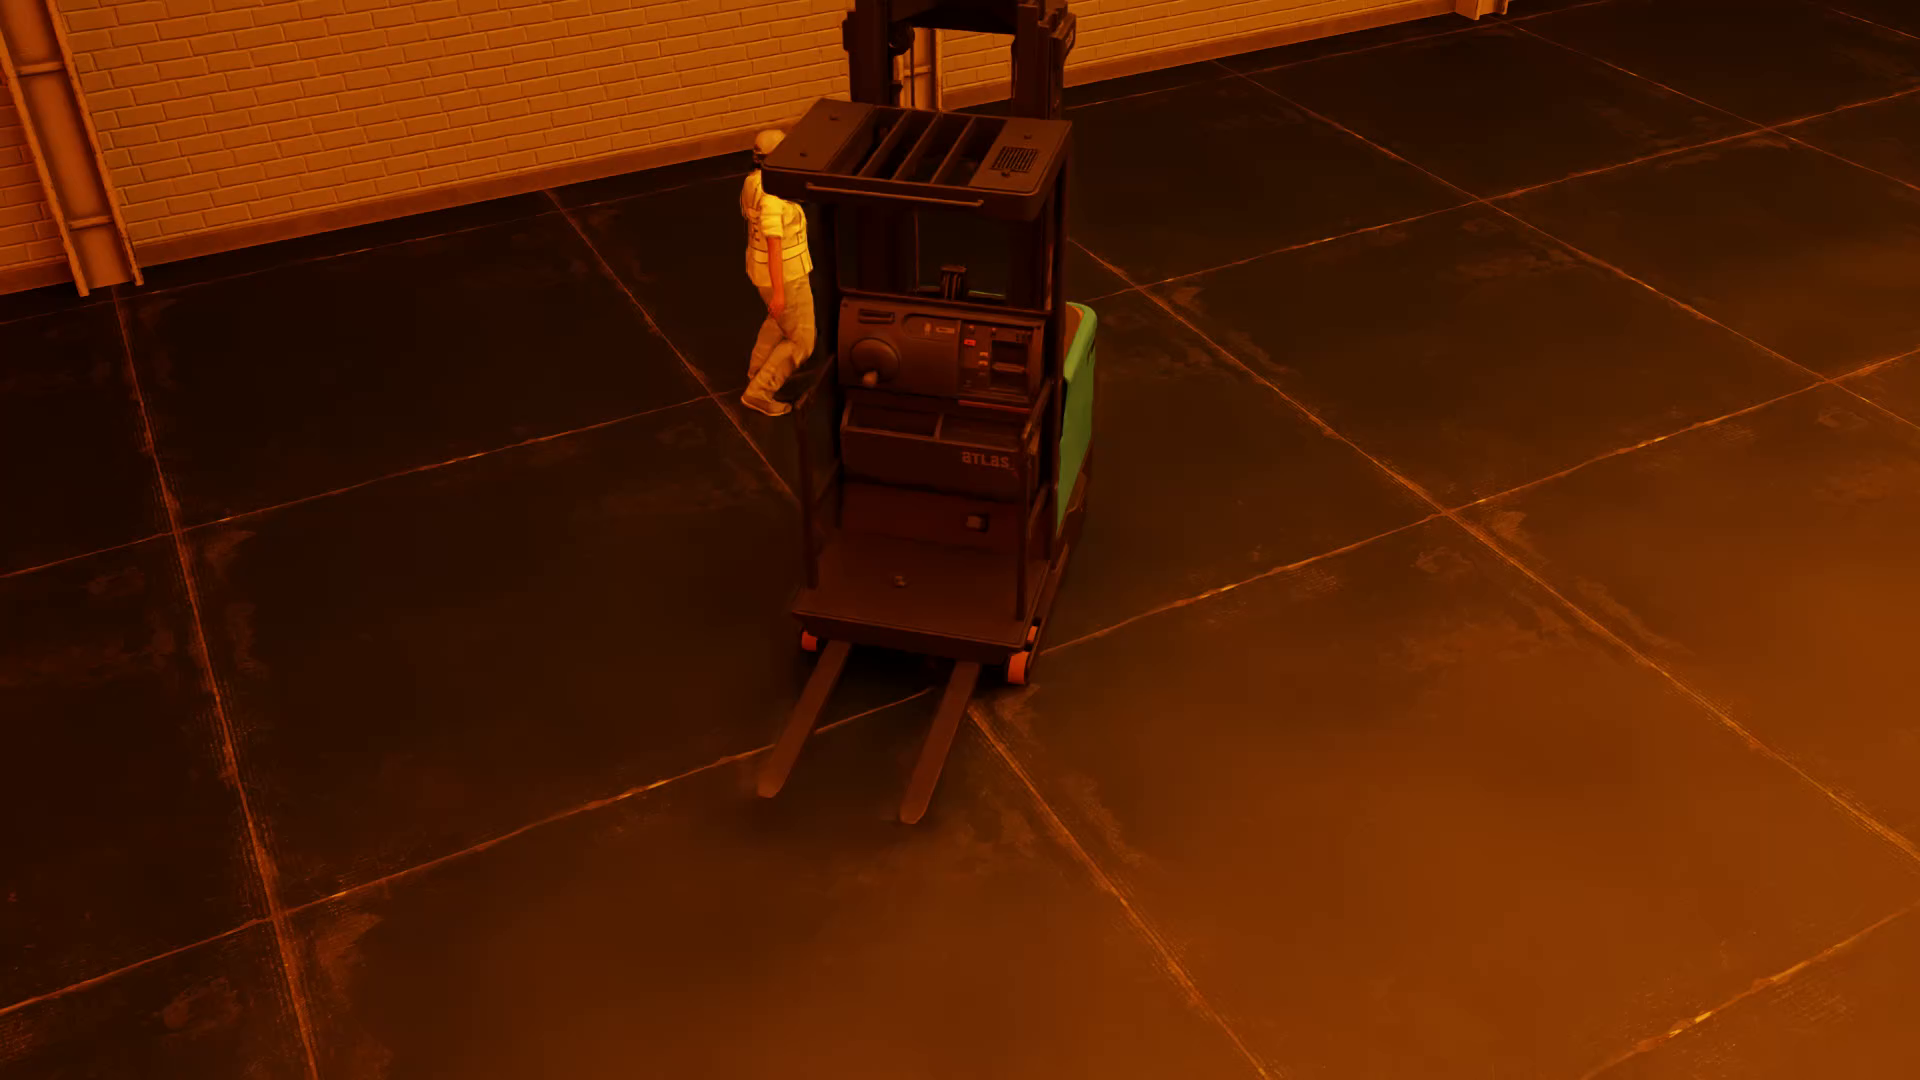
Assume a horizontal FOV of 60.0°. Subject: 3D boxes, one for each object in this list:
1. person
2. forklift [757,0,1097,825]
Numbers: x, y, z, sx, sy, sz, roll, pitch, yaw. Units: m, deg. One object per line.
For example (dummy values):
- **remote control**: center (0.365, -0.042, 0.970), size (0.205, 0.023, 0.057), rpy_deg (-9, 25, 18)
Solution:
- **person**: center (-1.079, -1.507, 9.429), size (0.503, 1.595, 0.816), rpy_deg (-10, 37, -14)
- **forklift**: center (-0.139, -0.769, 7.211), size (1.130, 2.935, 3.031), rpy_deg (8, 36, 11)
